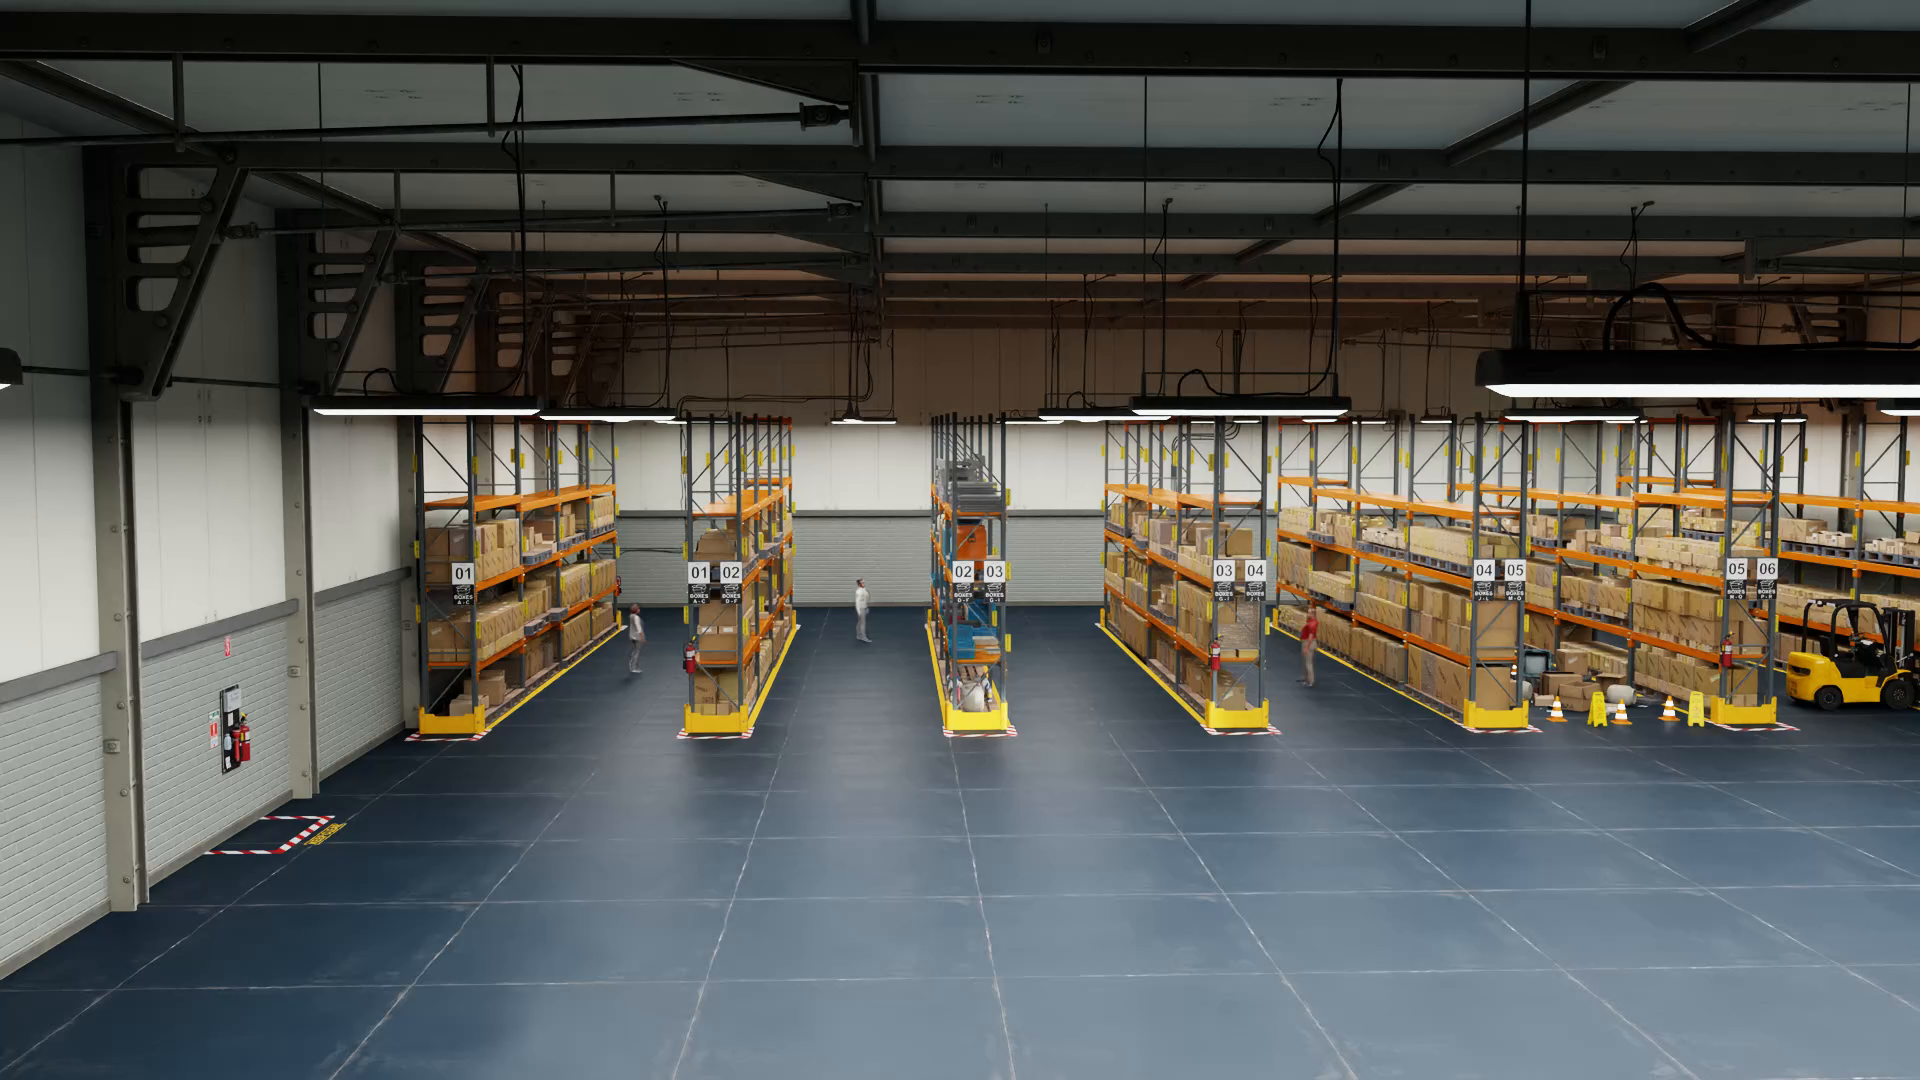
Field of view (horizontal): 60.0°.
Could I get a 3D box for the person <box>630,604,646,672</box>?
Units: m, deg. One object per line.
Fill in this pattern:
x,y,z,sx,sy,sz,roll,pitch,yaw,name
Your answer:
-7.488,2.283,38.650,0.454,1.598,0.420,3,5,35,person

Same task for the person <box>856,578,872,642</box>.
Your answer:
-2.554,1.858,44.542,0.489,1.714,0.518,1,4,15,person

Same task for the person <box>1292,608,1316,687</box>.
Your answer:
7.622,2.365,36.881,0.616,1.722,0.542,2,5,32,person
